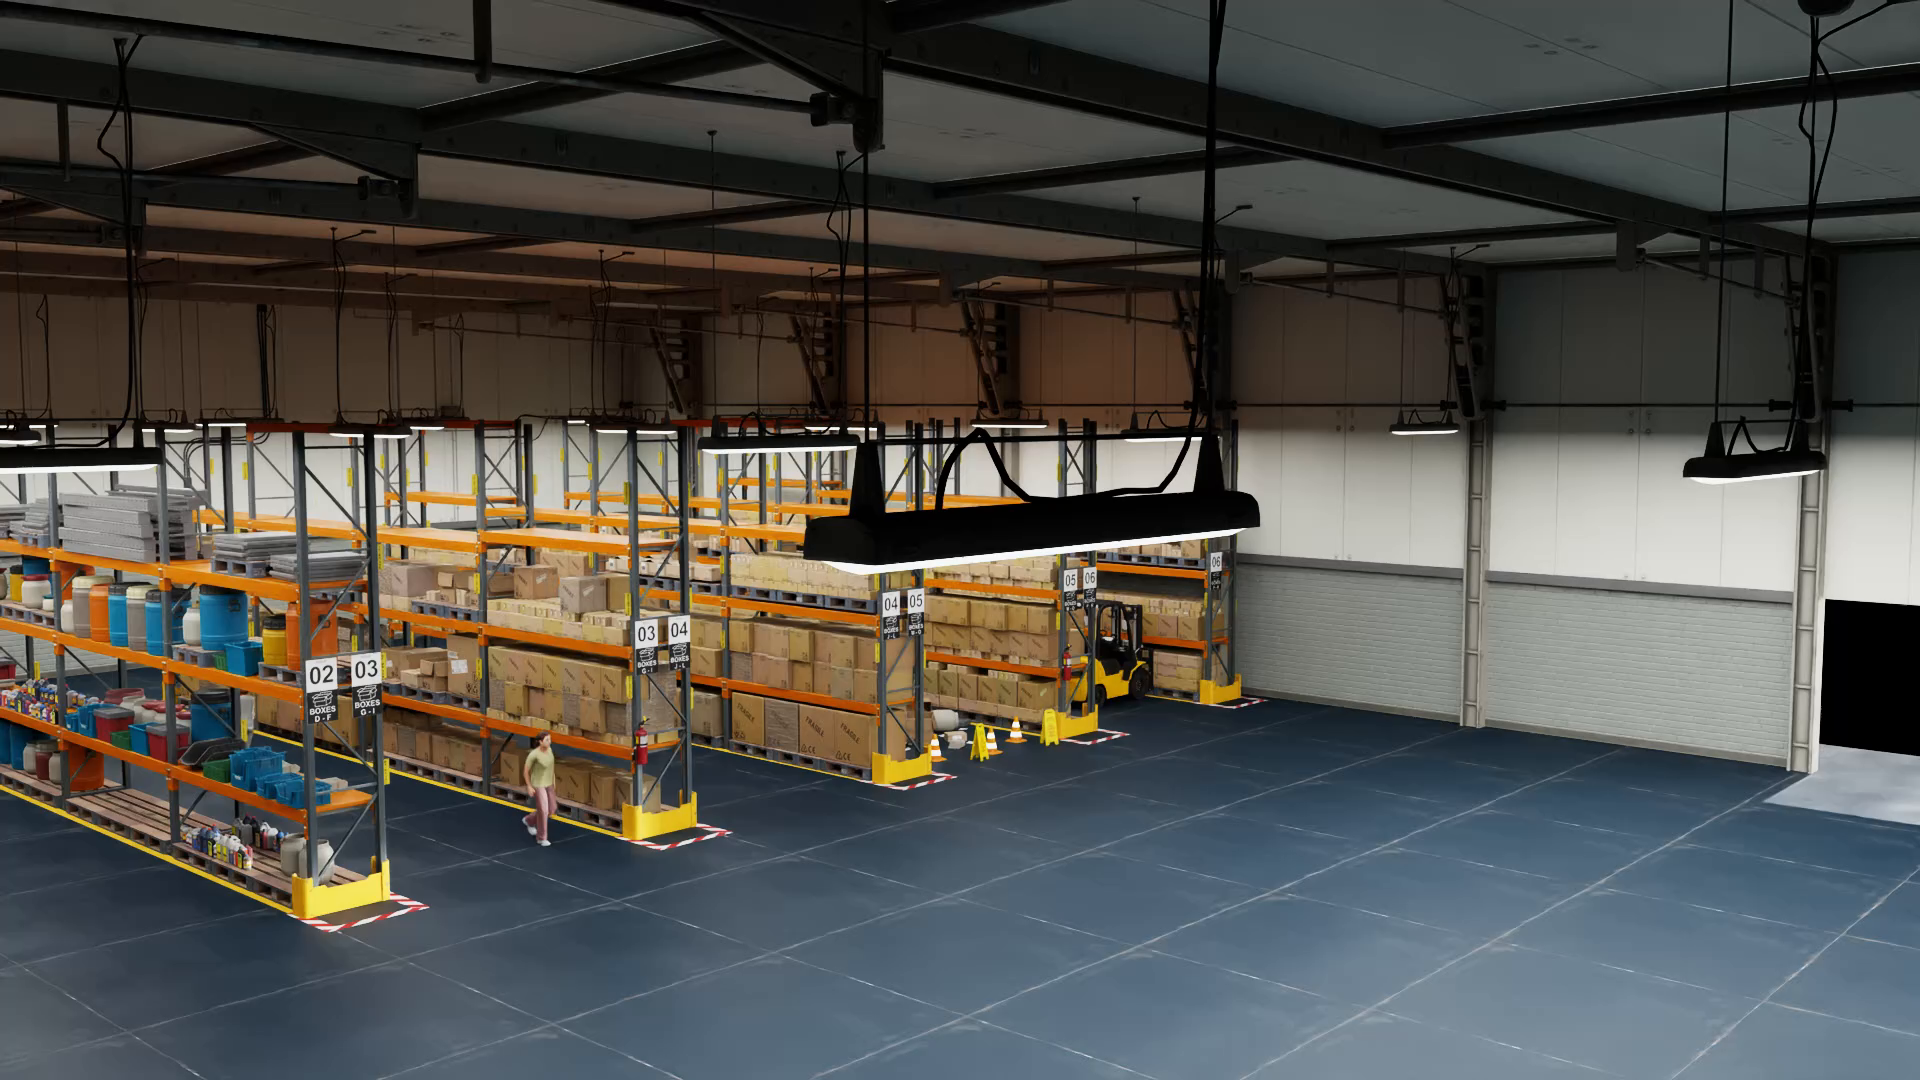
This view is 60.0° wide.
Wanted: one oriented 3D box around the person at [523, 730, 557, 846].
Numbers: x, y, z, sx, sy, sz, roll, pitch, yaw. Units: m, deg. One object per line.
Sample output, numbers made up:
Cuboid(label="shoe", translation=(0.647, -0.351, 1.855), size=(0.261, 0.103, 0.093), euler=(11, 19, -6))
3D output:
Cuboid(label="person", translation=(-6.099, 3.554, 24.008), size=(0.640, 1.653, 0.535), euler=(3, 5, 30))

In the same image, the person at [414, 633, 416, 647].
Cuboid(label="person", translation=(-13.948, 2.056, 42.318), size=(0.508, 1.634, 0.802), euler=(-1, 5, -11))

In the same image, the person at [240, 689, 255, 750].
Cuboid(label="person", translation=(-12.174, 3.218, 28.251), size=(0.422, 1.593, 0.474), euler=(4, 6, 39))
